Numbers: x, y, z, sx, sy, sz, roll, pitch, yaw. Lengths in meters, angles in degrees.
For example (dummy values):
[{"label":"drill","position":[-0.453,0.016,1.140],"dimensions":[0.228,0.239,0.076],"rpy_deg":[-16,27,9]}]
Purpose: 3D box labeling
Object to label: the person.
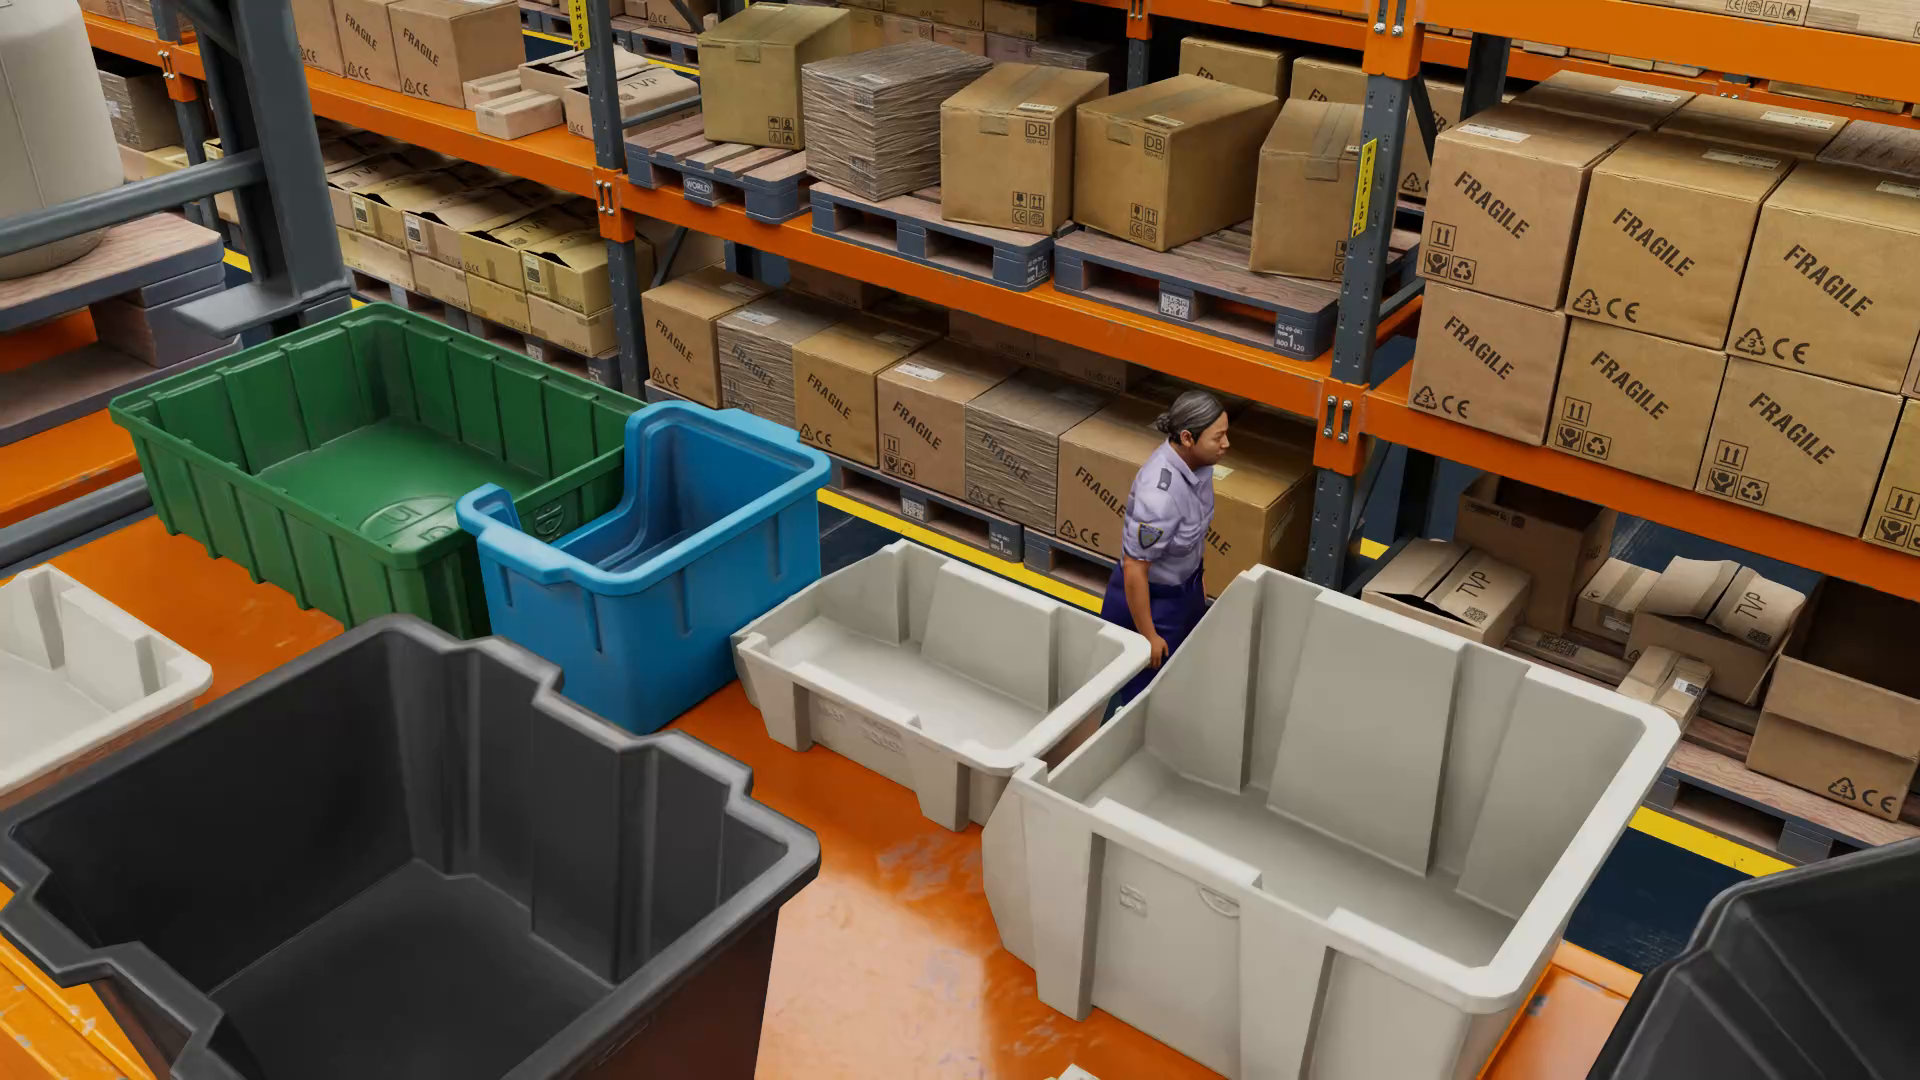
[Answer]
[{"label":"person","position":[0.697,0.237,5.760],"dimensions":[0.363,1.640,0.560],"rpy_deg":[15,34,23]}]
